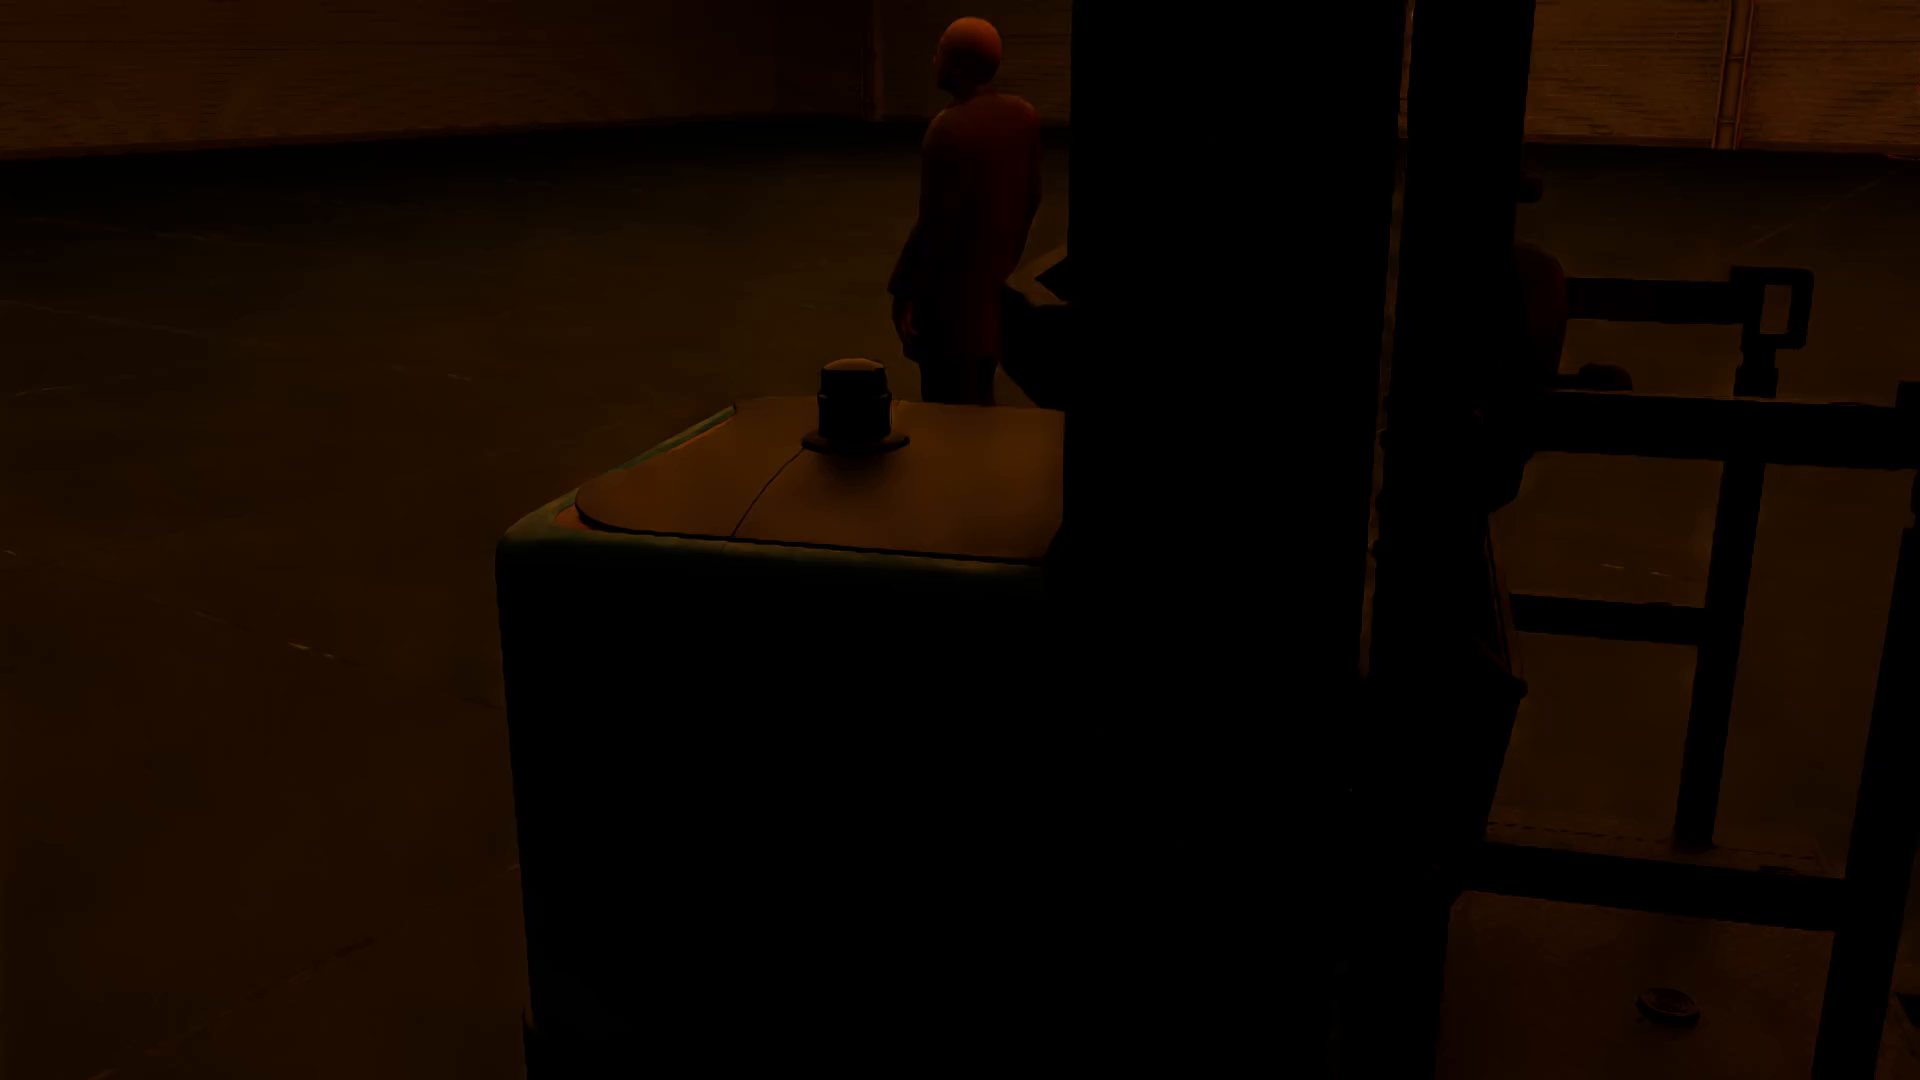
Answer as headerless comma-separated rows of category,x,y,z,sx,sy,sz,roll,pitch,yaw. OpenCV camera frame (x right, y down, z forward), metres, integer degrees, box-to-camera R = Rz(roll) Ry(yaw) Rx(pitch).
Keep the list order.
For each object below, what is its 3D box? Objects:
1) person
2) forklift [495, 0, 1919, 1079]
person,-0.073,-0.874,5.745,0.580,1.776,0.694,11,20,33
forklift,0.916,-0.418,2.230,3.031,2.935,1.130,4,17,14
